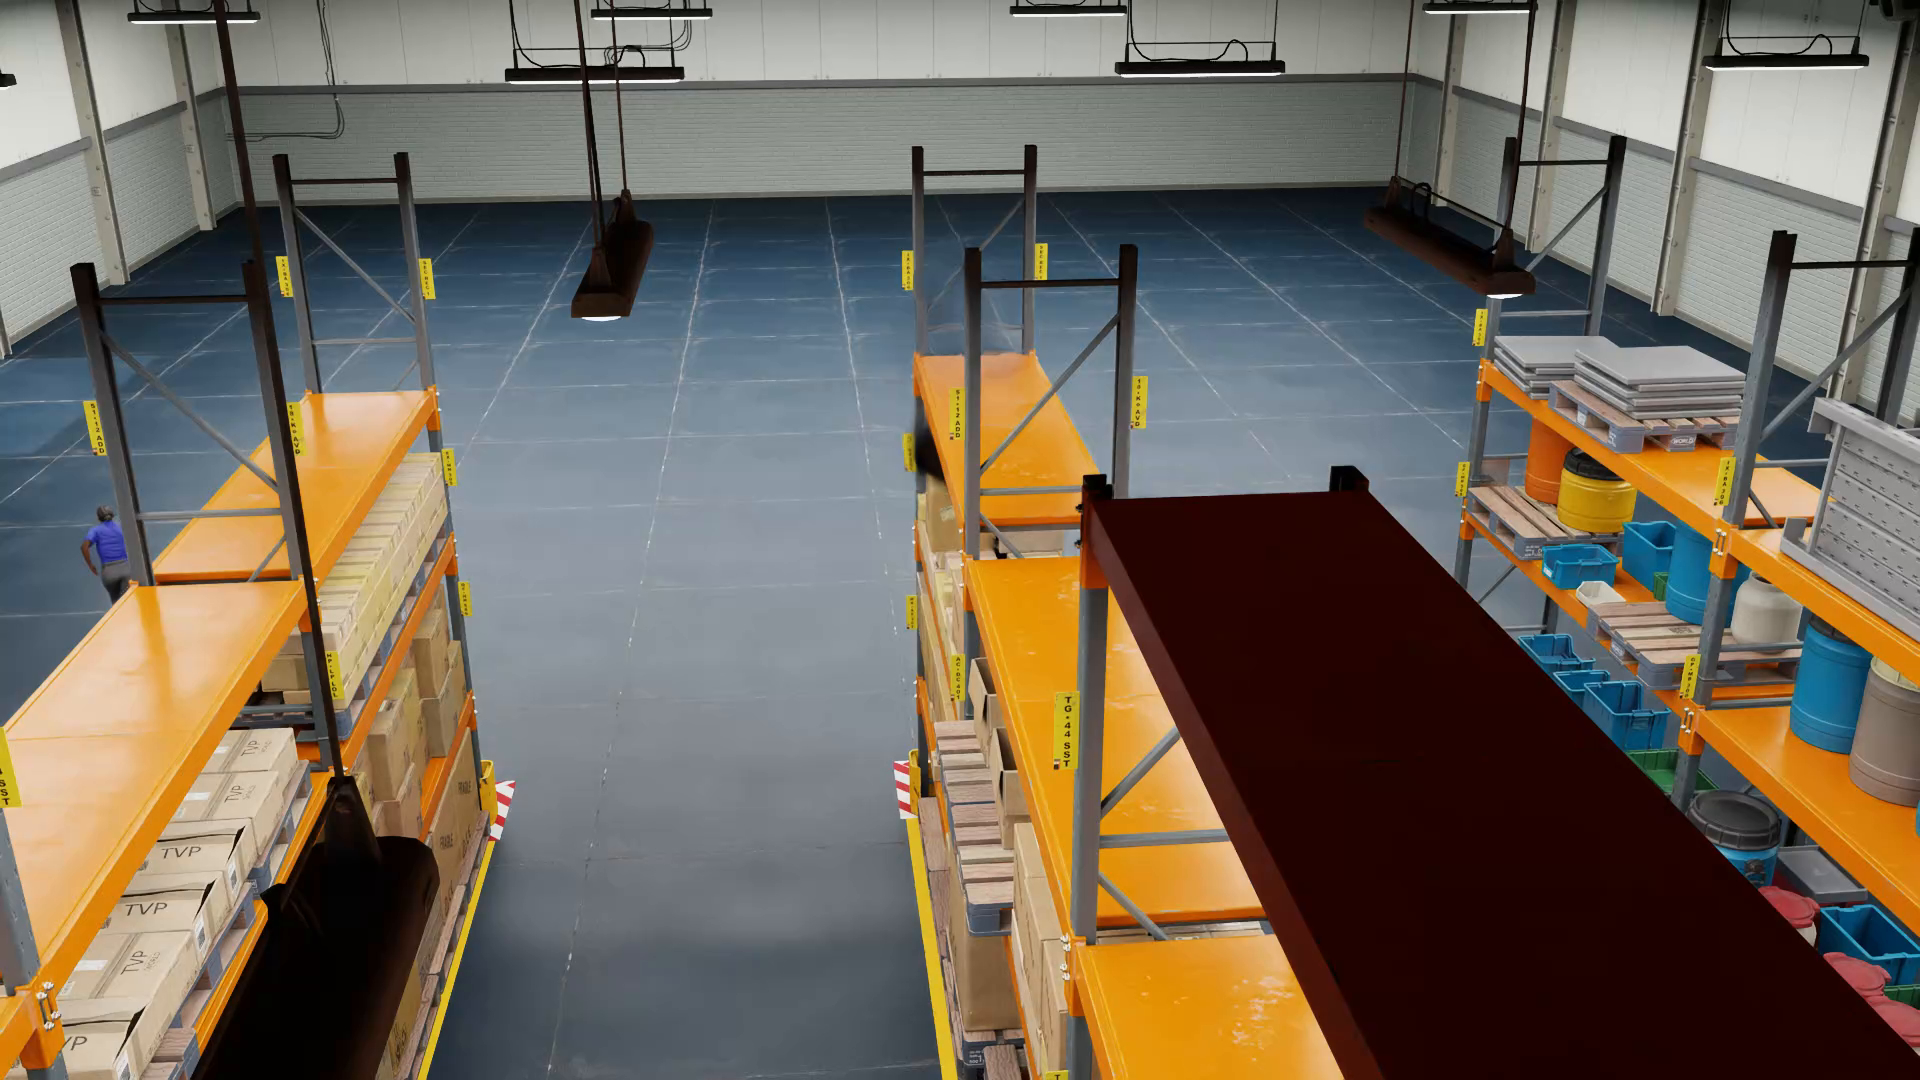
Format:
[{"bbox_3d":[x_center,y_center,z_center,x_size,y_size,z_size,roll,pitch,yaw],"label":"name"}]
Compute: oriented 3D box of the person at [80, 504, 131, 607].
[{"bbox_3d":[-9.285,0.473,18.390,0.617,1.616,0.967,-15,26,-33],"label":"person"}]
